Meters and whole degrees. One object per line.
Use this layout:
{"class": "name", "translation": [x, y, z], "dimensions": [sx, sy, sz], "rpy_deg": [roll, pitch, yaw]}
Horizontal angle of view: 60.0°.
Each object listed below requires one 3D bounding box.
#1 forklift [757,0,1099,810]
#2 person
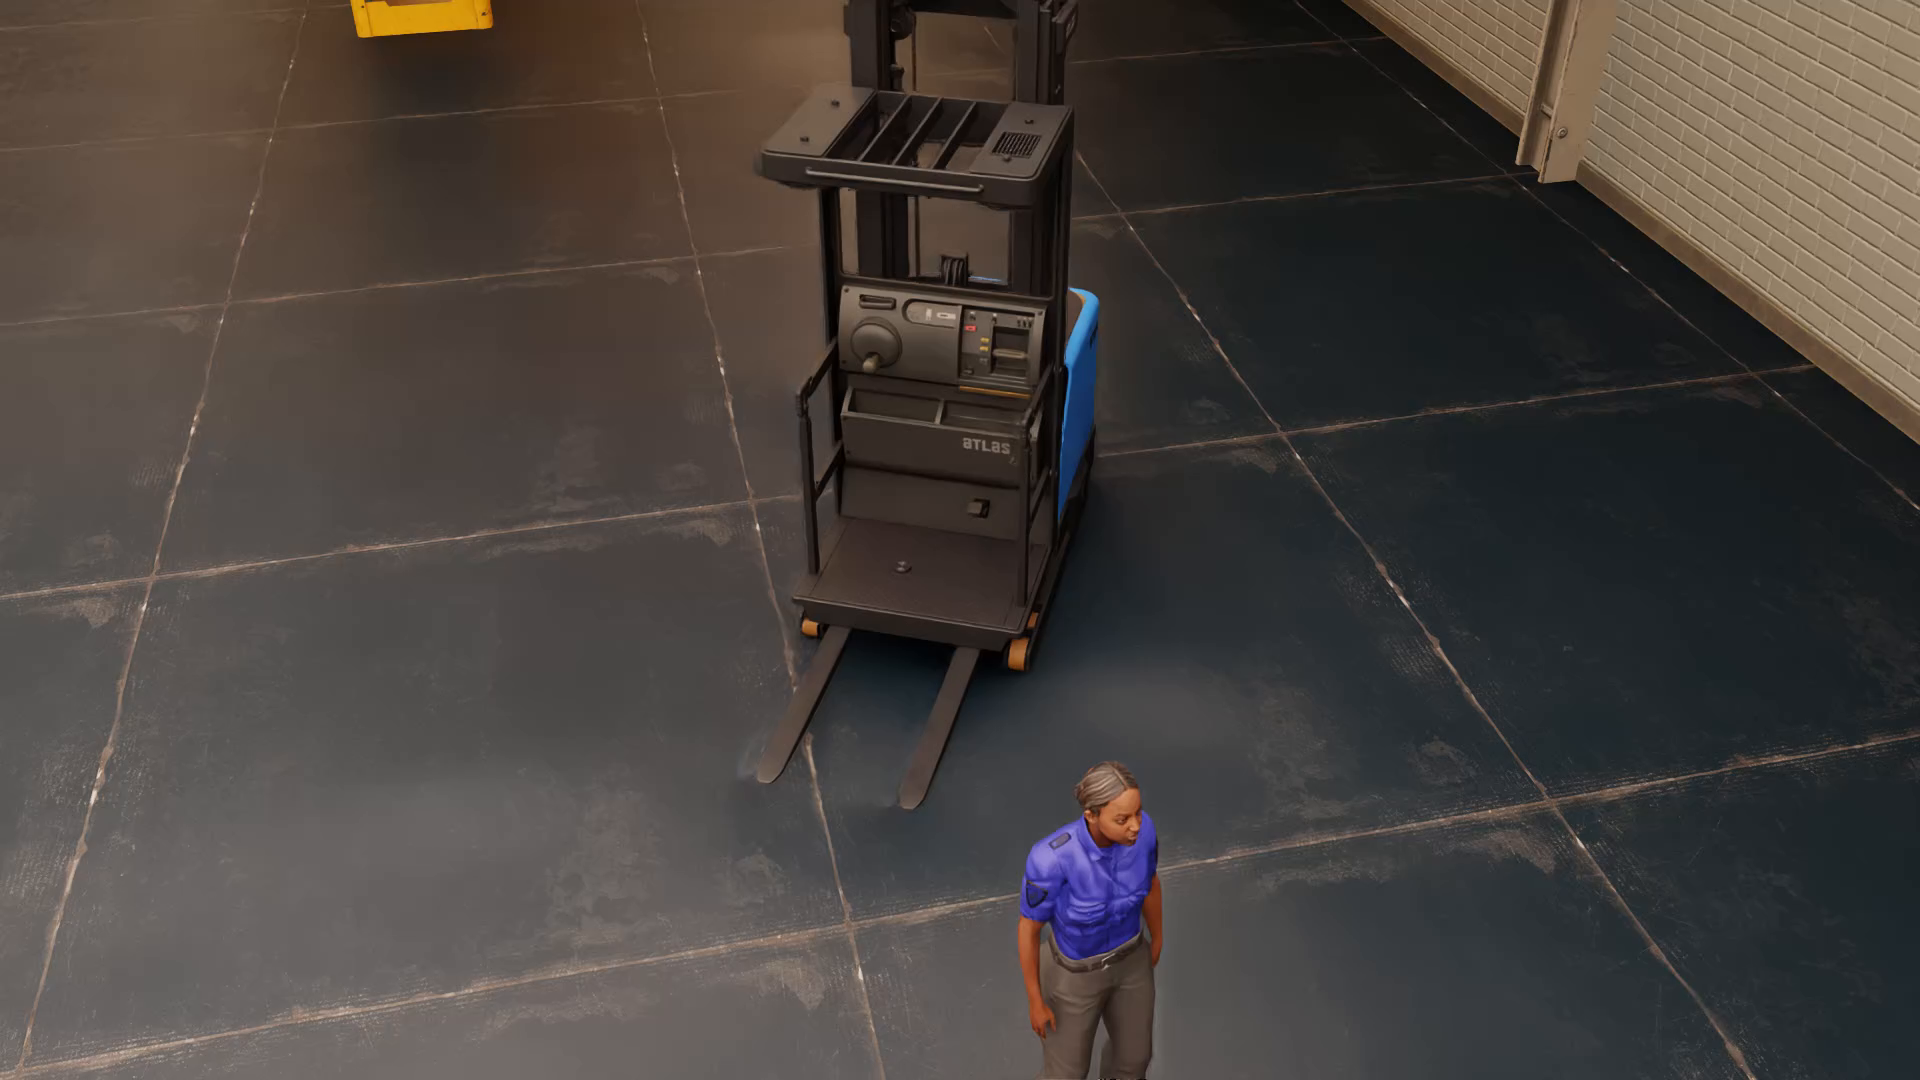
{"class": "forklift", "translation": [-0.135, -0.831, 7.205], "dimensions": [1.130, 2.935, 3.031], "rpy_deg": [8, 37, 12]}
{"class": "person", "translation": [0.450, 1.395, 5.224], "dimensions": [0.534, 1.675, 0.429], "rpy_deg": [-18, 39, -23]}
